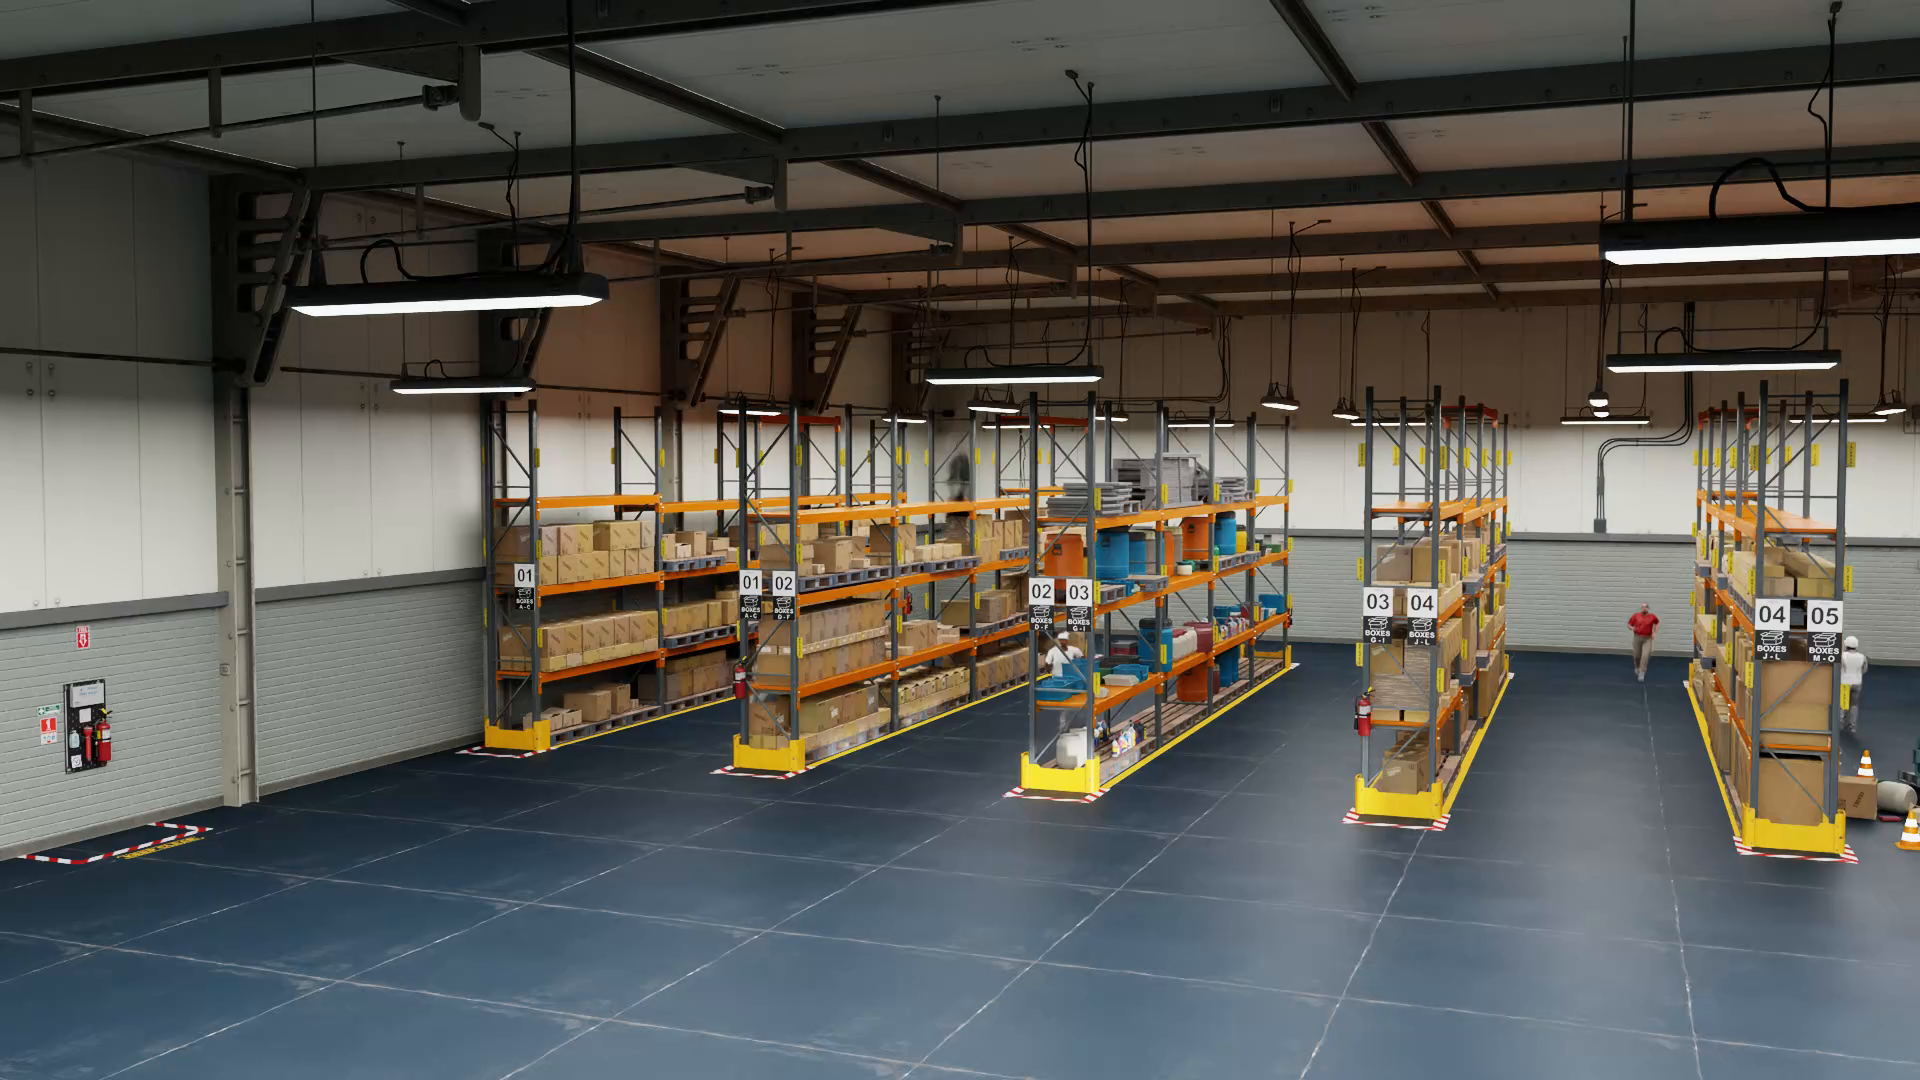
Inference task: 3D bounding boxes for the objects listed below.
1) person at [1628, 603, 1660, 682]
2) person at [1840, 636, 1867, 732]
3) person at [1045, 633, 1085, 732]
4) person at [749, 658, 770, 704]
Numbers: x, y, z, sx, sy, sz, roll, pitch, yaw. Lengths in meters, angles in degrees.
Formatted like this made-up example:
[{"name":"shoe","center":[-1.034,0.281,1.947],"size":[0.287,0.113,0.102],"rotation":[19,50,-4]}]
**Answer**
[{"name":"person","center":[15.429,2.281,37.553],"size":[0.667,1.734,0.994],"rotation":[1,3,25]},{"name":"person","center":[16.164,2.626,30.277],"size":[0.629,1.769,0.687],"rotation":[1,3,17]},{"name":"person","center":[1.925,2.602,30.832],"size":[0.700,1.788,0.970],"rotation":[1,3,15]},{"name":"person","center":[-3.612,2.697,30.229],"size":[0.584,1.618,0.528],"rotation":[1,3,20]}]
